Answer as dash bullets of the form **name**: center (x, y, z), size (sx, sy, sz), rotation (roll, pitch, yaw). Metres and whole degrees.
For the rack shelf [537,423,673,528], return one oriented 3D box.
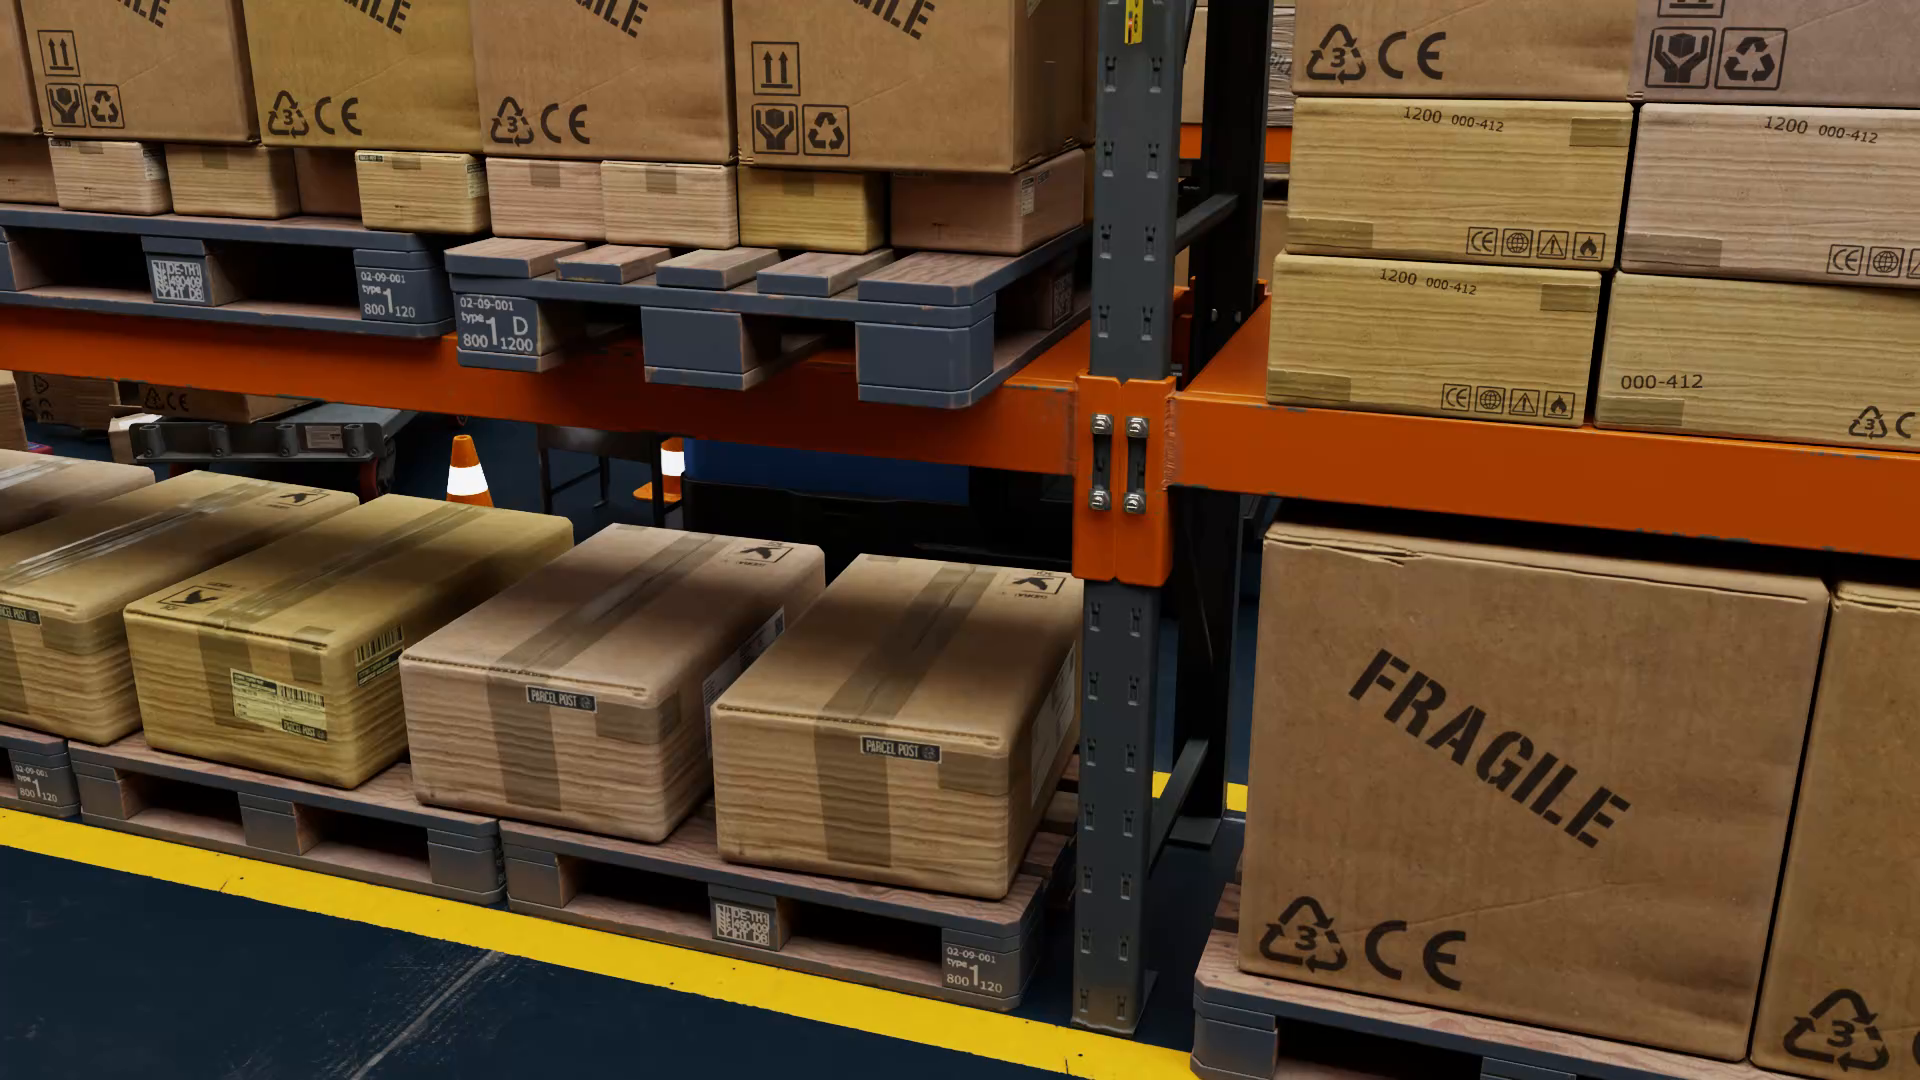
- **rack shelf**: center (-1.214, -0.364, 6.070), size (0.480, 0.518, 0.431), rotation (9, 22, 21)

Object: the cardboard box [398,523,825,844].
- **cardboard box**: center (-0.787, 0.304, 4.003), size (0.625, 0.372, 0.950), rotation (6, 20, 17)

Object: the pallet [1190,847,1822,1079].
- **pallet**: center (1.163, 0.828, 3.381), size (1.213, 0.211, 1.003), rotation (7, 20, 18)

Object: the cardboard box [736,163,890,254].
- **cardboard box**: center (-0.220, -0.646, 3.116), size (0.250, 0.149, 0.380), rotation (7, 20, 19)

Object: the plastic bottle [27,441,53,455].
- **plastic bottle**: center (-3.939, -0.365, 7.030), size (0.283, 0.061, 0.133), rotation (10, 22, 27)

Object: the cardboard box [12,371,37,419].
- **cardboard box**: center (-4.624, -0.880, 7.838), size (0.637, 0.503, 0.797), rotation (-7, 20, -20)

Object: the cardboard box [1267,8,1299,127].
- **cardboard box**: center (1.459, -2.160, 7.564), size (0.500, 0.500, 0.500), rotation (7, 20, 18)

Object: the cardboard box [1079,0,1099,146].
- **cardboard box**: center (0.094, -1.104, 3.445), size (0.500, 0.500, 0.500), rotation (6, 20, 17)

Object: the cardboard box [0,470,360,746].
- **cardboard box**: center (-2.159, 0.145, 4.457), size (0.625, 0.372, 0.950), rotation (8, 21, 21)

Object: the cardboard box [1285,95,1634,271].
- **cardboard box**: center (0.841, -0.631, 2.799), size (0.500, 0.250, 0.500), rotation (6, 20, 18)

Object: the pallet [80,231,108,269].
- **pallet**: center (-2.661, -0.811, 4.138), size (1.213, 0.211, 1.003), rotation (7, 20, 18)

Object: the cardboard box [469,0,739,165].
- **cardboard box**: center (-0.569, -0.999, 3.142), size (0.500, 0.500, 0.500), rotation (6, 20, 17)

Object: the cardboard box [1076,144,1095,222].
- **cardboard box**: center (0.197, -0.770, 3.472), size (0.250, 0.149, 0.380), rotation (5, 20, 15)

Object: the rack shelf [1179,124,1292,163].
- **rack shelf**: center (0.083, -2.024, 8.419), size (4.000, 0.370, 1.077), rotation (7, 20, 18)

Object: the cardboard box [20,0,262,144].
- **cardboard box**: center (-1.562, -1.112, 3.468), size (0.500, 0.500, 0.500), rotation (6, 20, 16)

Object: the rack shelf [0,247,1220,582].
- **rack shelf**: center (-1.446, -0.474, 3.972), size (4.000, 0.370, 1.077), rotation (7, 20, 18)

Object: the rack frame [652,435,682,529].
- **rack frame**: center (-0.980, -0.996, 5.730), size (0.015, 2.100, 0.400), rotation (9, 22, 21)

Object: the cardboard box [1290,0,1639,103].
- **cardboard box**: center (0.829, -0.988, 2.682), size (0.500, 0.500, 0.500), rotation (6, 20, 16)

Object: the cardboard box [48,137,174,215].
- **cardboard box**: center (-1.695, -0.802, 3.564), size (0.250, 0.149, 0.380), rotation (7, 21, 20)

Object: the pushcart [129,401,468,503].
- **pushcart**: center (-2.634, -0.506, 6.954), size (0.936, 0.377, 1.648), rotation (0, 19, -1)

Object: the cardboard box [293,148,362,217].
- **cardboard box**: center (-1.169, -0.781, 3.502), size (0.250, 0.149, 0.380), rotation (7, 20, 18)

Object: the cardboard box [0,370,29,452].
- **cardboard box**: center (-3.901, -0.389, 6.430), size (0.500, 0.500, 0.500), rotation (-11, 22, -29)

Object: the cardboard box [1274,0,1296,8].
- **cardboard box**: center (1.552, -2.719, 7.647), size (0.500, 0.500, 0.700), rotation (6, 20, 18)

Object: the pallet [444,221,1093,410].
- **pallet**: center (-0.265, -0.551, 3.391), size (1.003, 0.211, 1.213), rotation (7, 20, 18)

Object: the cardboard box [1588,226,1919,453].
- **cardboard box**: center (1.314, -0.346, 2.739), size (0.500, 0.250, 0.500), rotation (6, 20, 16)

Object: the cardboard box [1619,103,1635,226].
- **cardboard box**: center (1.470, -0.735, 3.097), size (0.500, 0.250, 0.500), rotation (6, 20, 17)

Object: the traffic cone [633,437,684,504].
- **traffic cone**: center (-1.102, -0.413, 6.557), size (0.334, 0.463, 0.336), rotation (7, 20, 18)

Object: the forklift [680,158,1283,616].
- **forklift**: center (0.602, -1.328, 5.432), size (3.031, 2.935, 1.130), rotation (5, 20, 15)

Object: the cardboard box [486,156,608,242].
- **cardboard box**: center (-0.708, -0.689, 3.239), size (0.250, 0.149, 0.380), rotation (6, 20, 15)

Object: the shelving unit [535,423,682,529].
- **shelving unit**: center (-1.205, -1.032, 5.819), size (0.503, 2.100, 0.431), rotation (9, 22, 21)

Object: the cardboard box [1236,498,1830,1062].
- **cardboard box**: center (1.069, 0.308, 3.226), size (0.875, 0.875, 0.875), rotation (6, 20, 18)

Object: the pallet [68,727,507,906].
- **pallet**: center (-1.443, 0.502, 4.316), size (1.213, 0.211, 1.003), rotation (7, 20, 18)

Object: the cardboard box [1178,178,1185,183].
- **cardboard box**: center (1.990, -2.888, 12.932), size (0.500, 0.500, 0.700), rotation (8, 21, 23)
